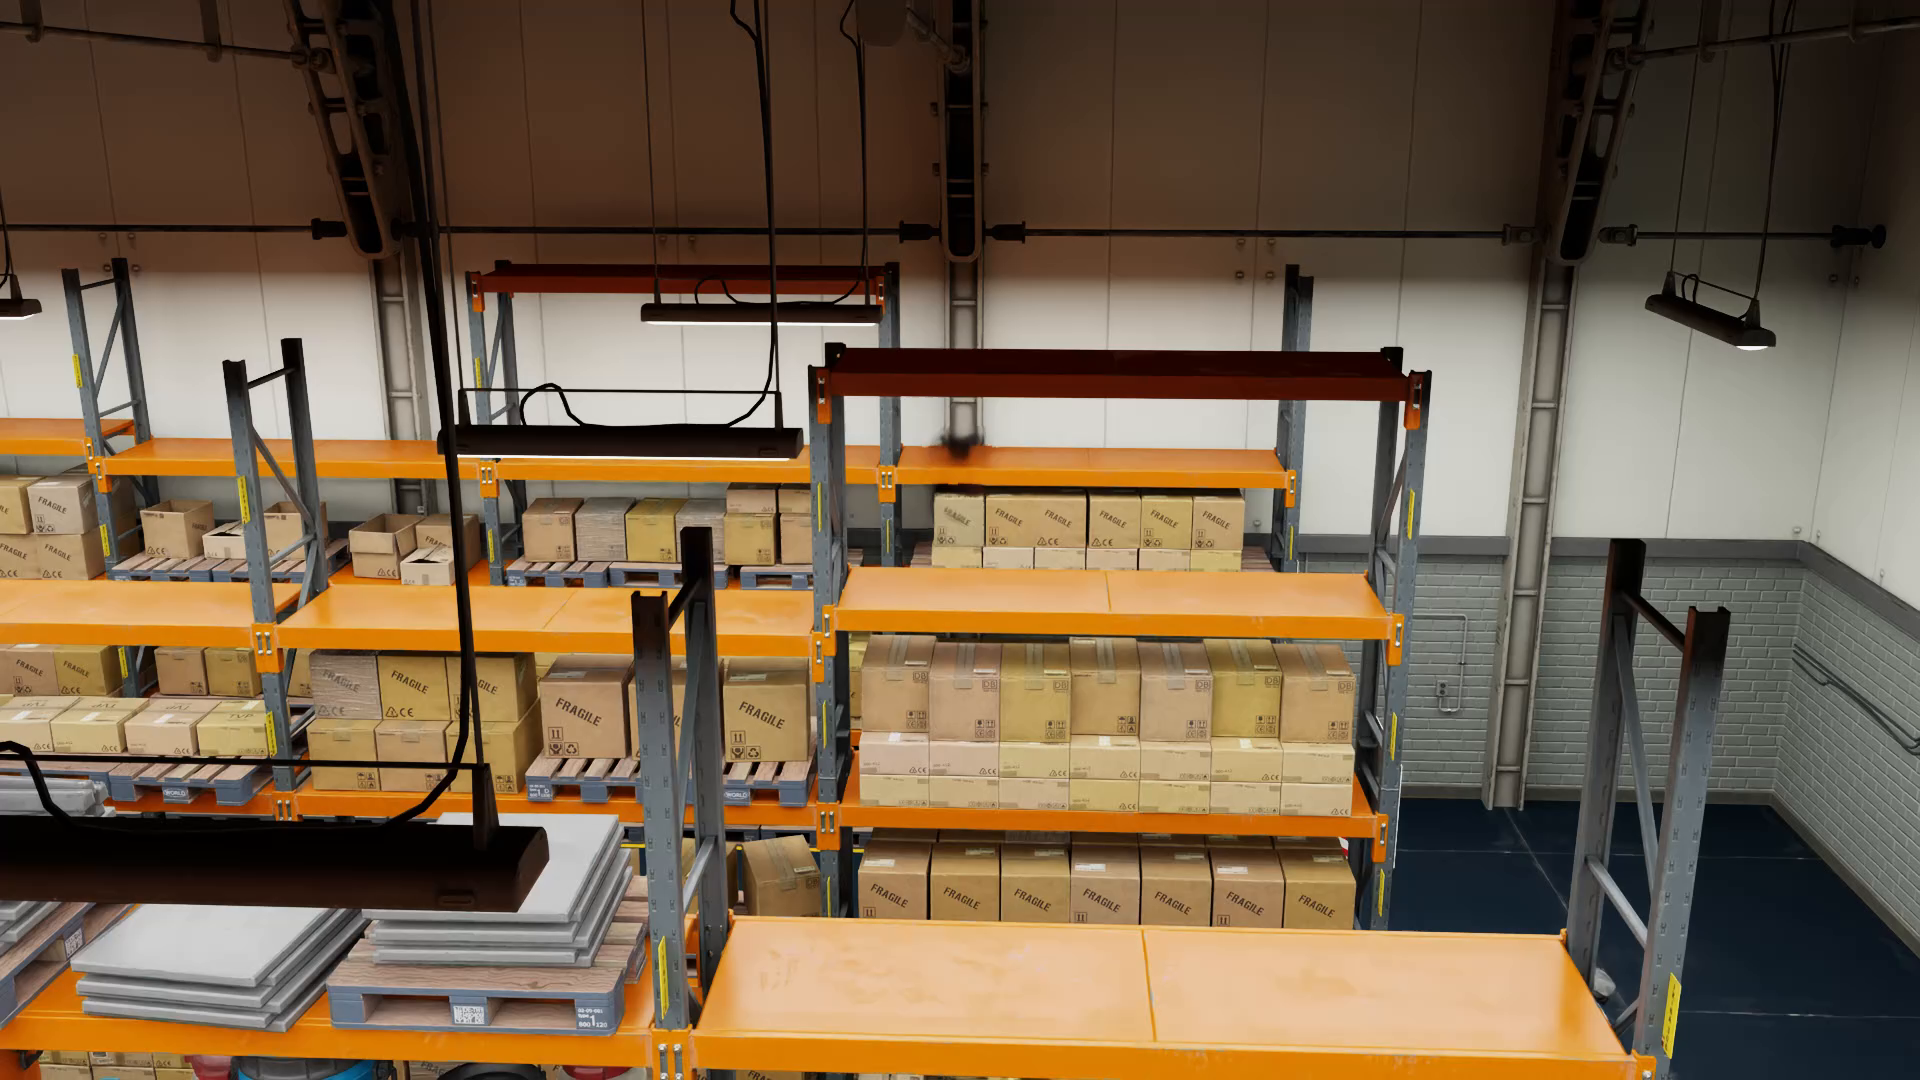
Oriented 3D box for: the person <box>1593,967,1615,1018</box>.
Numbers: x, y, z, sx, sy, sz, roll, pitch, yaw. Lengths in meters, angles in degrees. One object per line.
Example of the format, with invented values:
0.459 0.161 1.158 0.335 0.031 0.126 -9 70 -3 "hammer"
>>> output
4.544 3.880 12.294 0.939 1.643 0.582 -9 18 -27 "person"
